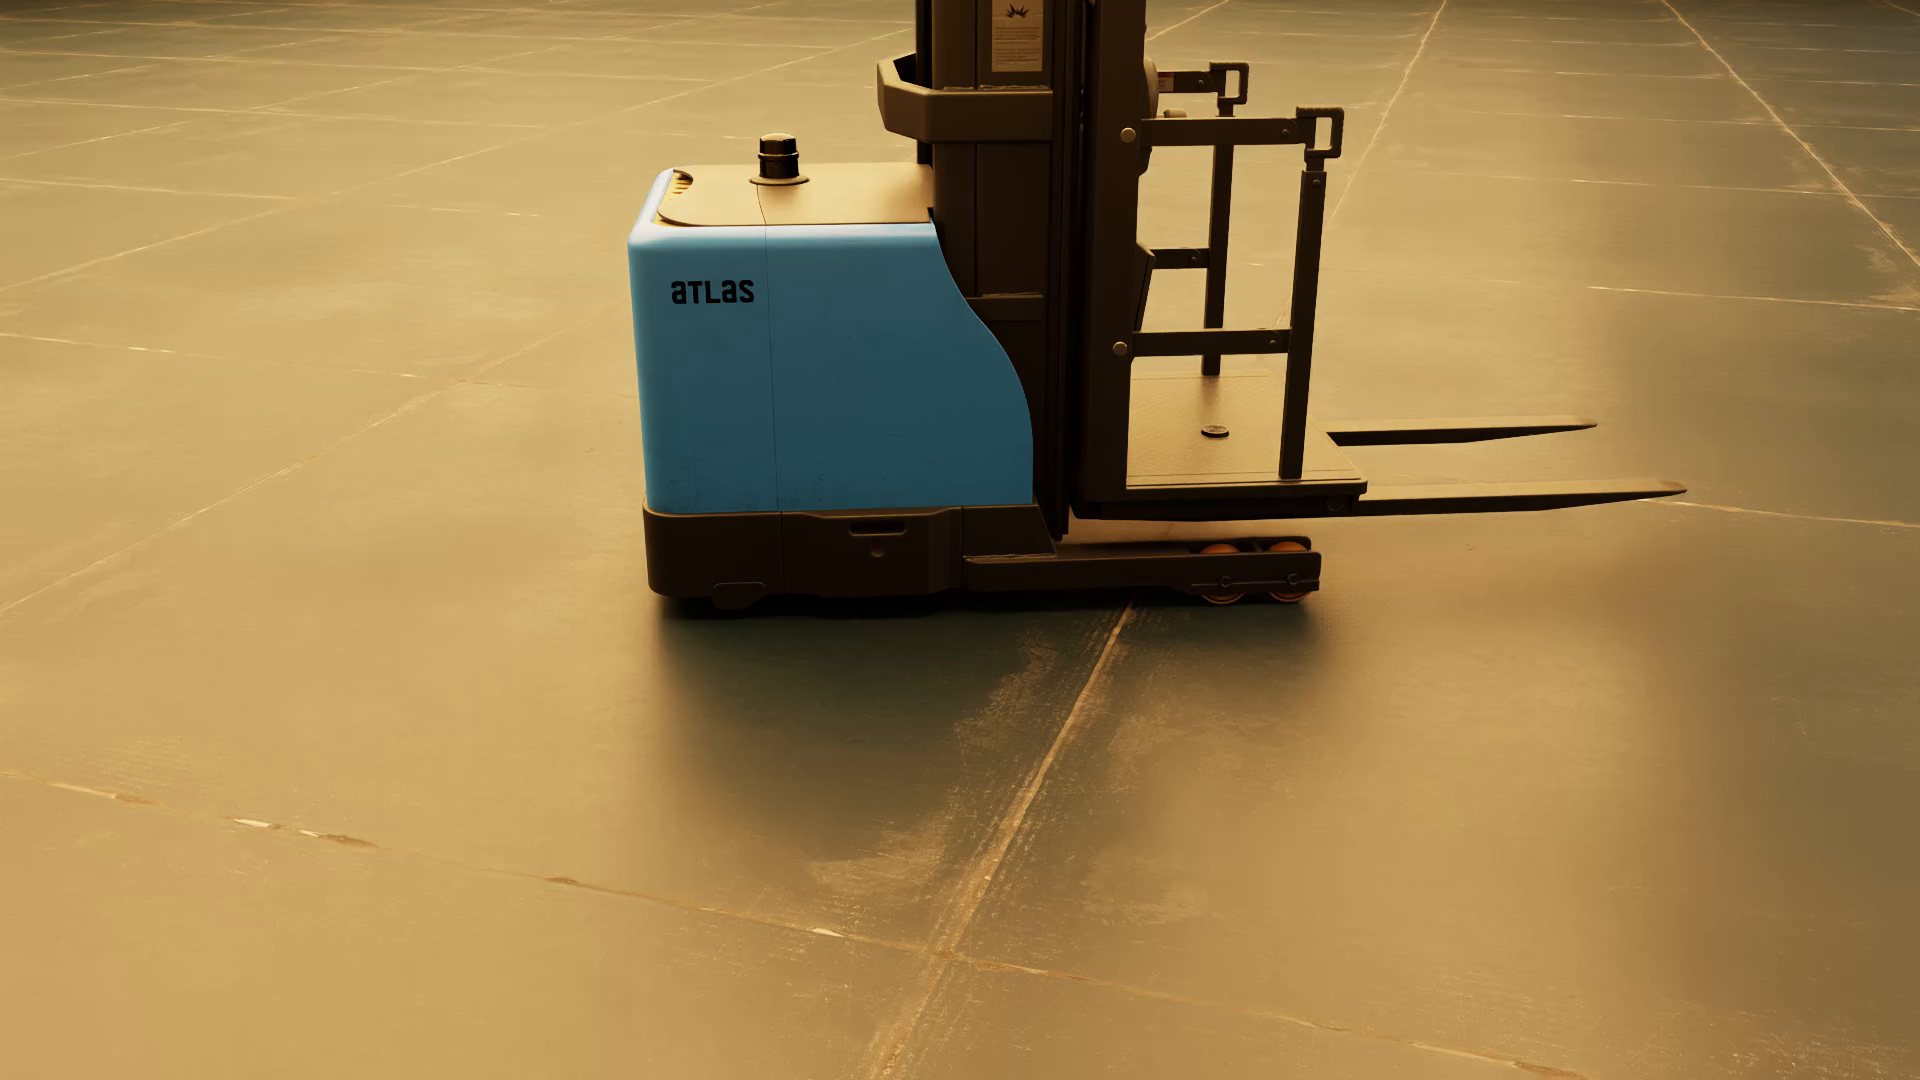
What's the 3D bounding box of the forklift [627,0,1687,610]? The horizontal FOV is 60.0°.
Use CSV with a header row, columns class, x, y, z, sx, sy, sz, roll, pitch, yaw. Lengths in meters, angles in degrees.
class,x,y,z,sx,sy,sz,roll,pitch,yaw
forklift,0.606,-1.374,4.608,3.031,2.935,1.130,-2,23,-4
